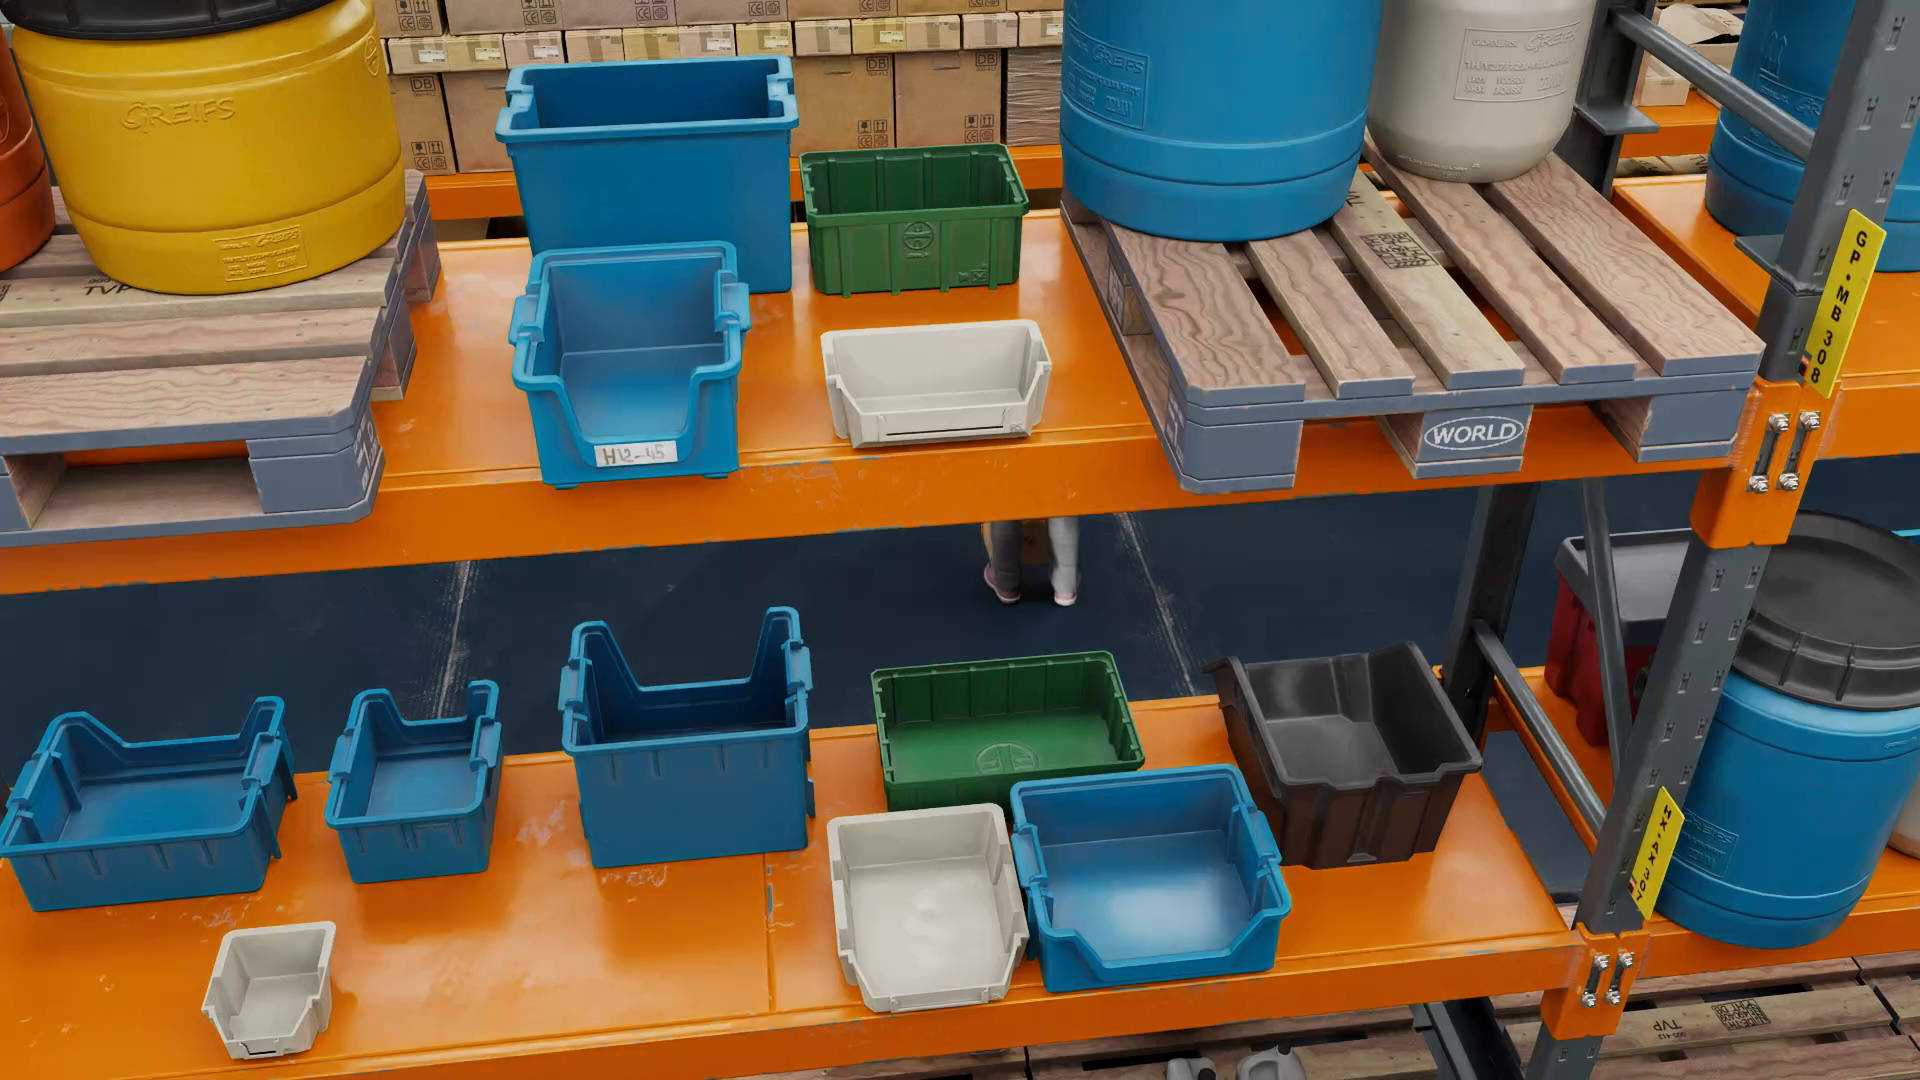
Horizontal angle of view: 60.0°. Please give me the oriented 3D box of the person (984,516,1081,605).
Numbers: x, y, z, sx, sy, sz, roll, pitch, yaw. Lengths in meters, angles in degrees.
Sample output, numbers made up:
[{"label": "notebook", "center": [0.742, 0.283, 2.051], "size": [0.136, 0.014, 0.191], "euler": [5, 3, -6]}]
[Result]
[{"label": "person", "center": [0.294, -0.453, 6.795], "size": [0.502, 1.656, 0.399], "euler": [-5, 35, -8]}]
